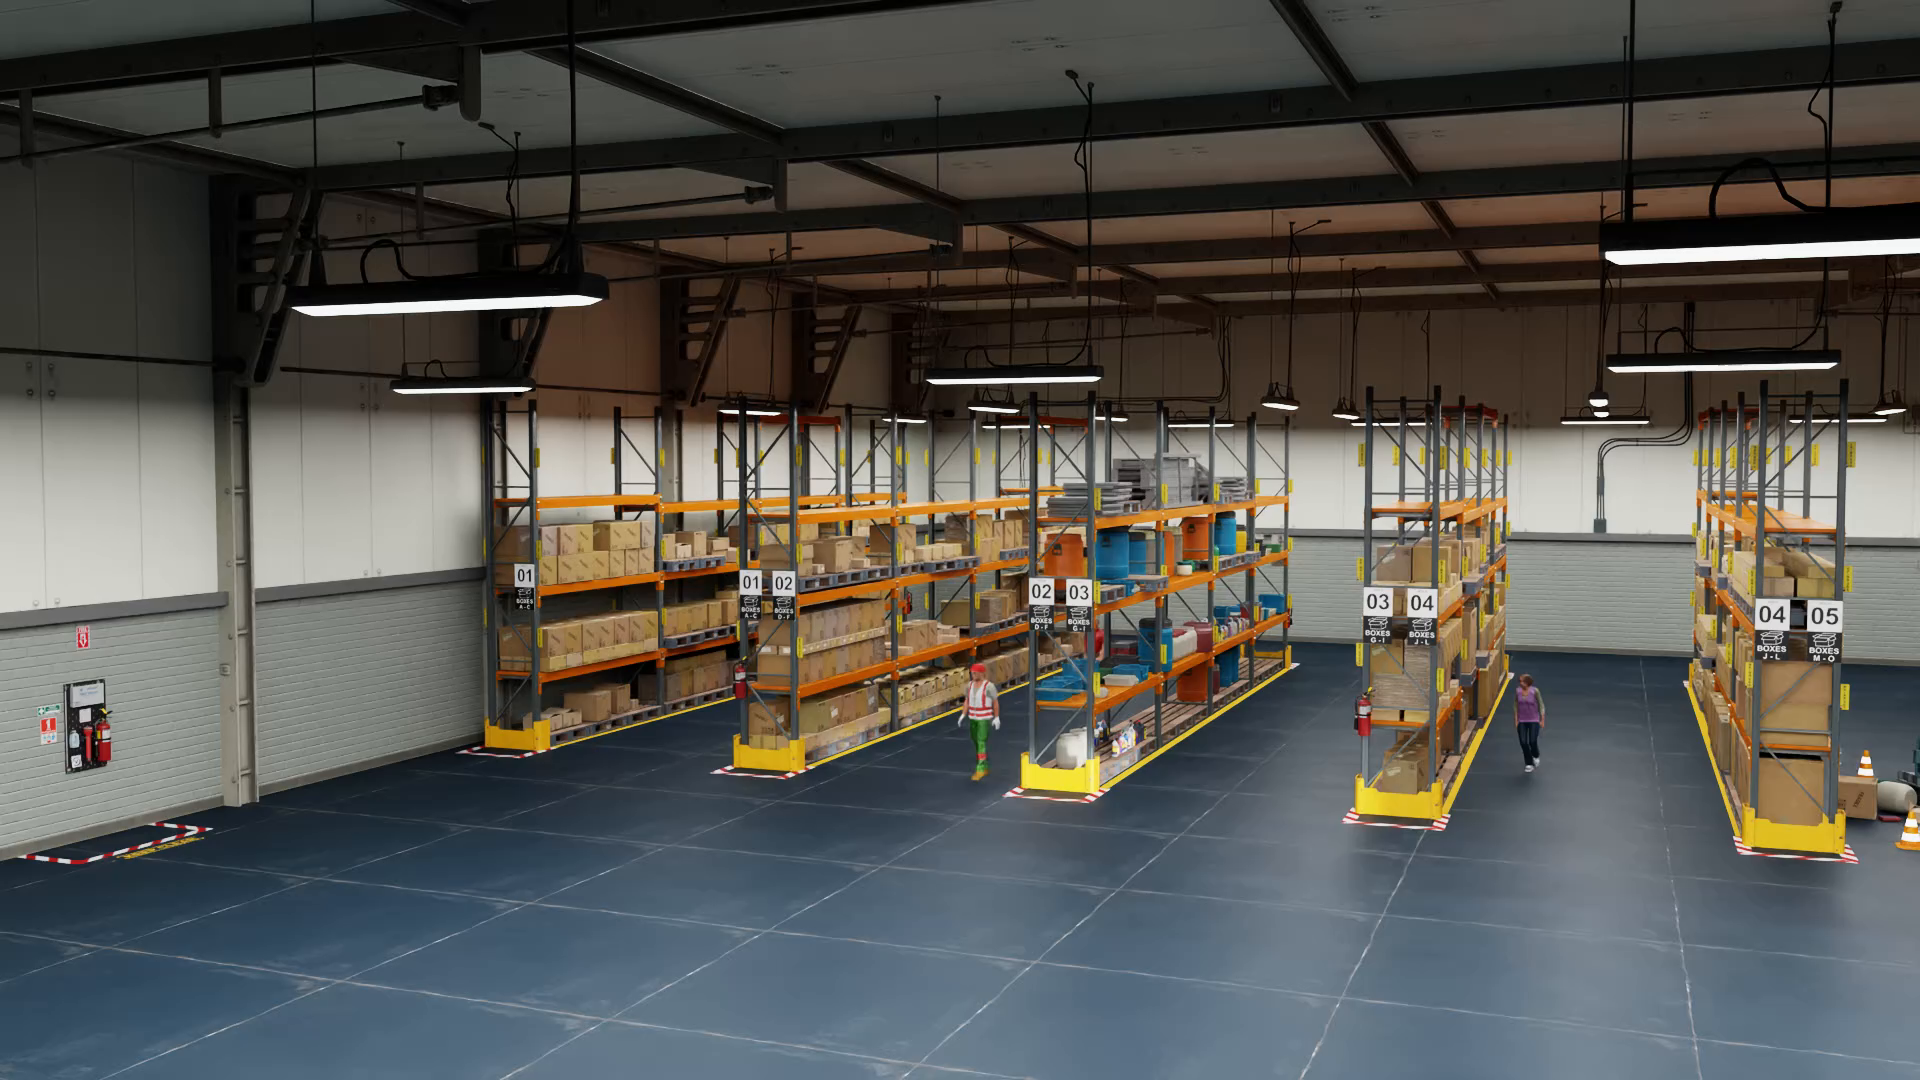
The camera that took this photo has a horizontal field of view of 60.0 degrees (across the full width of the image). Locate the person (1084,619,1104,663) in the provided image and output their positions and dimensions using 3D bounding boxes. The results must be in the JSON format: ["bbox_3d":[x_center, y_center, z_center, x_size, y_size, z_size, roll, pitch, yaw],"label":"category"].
[{"bbox_3d":[2.763,2.485,34.480,0.560,1.587,1.084,1,3,24],"label":"person"}]

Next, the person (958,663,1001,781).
[{"bbox_3d":[0.237,2.825,25.998,0.588,1.778,0.773,2,4,38],"label":"person"}]

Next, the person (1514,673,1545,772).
[{"bbox_3d":[9.100,2.928,26.579,0.499,1.540,0.456,2,3,35],"label":"person"}]
